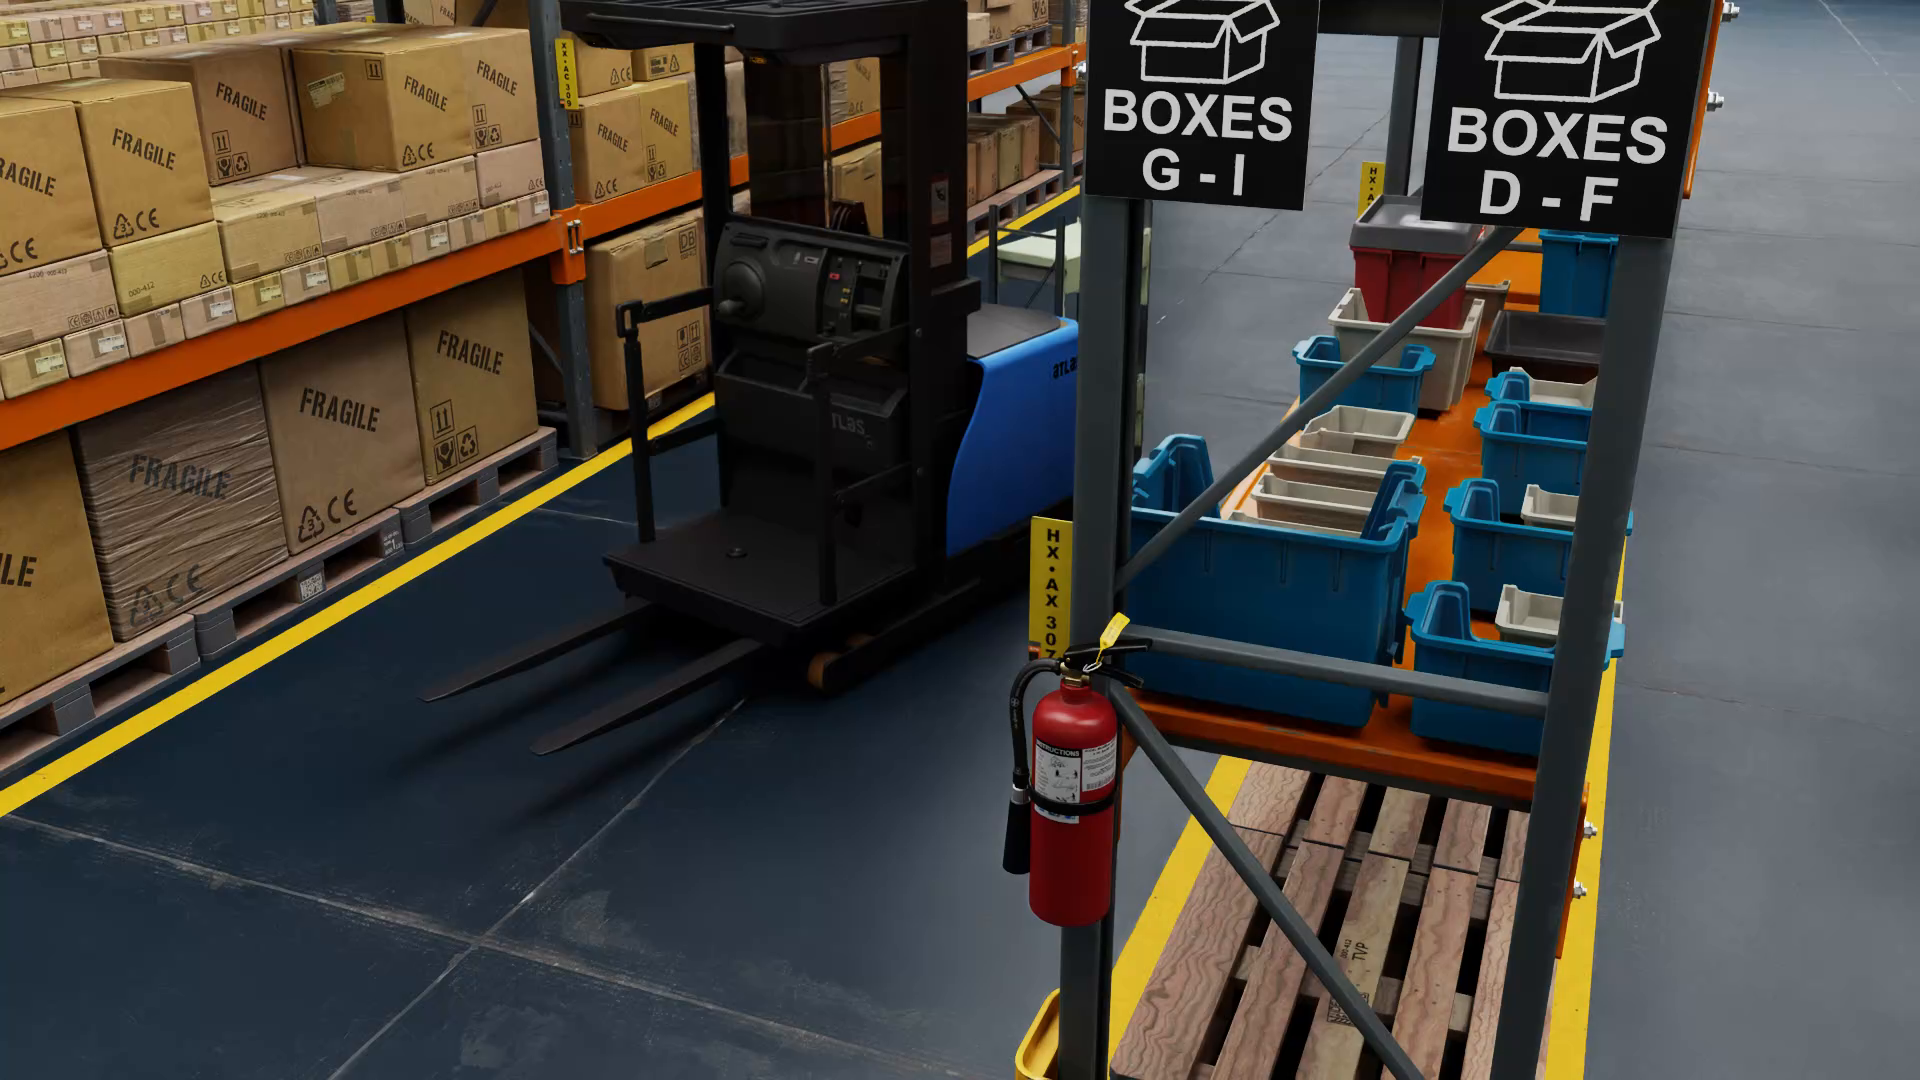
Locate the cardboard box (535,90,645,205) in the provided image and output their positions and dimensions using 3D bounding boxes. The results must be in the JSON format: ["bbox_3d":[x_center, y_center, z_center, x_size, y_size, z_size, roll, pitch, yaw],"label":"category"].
[{"bbox_3d":[-2.003,-2.058,8.655,0.500,0.500,0.500,9,24,20],"label":"cardboard box"}]

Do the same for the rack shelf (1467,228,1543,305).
[{"bbox_3d":[2.935,-1.557,8.520,1.077,0.370,4.000,9,24,20],"label":"rack shelf"}]

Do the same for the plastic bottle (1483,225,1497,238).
[{"bbox_3d":[2.364,-1.506,7.528,0.144,0.351,0.185,9,24,20],"label":"plastic bottle"}]

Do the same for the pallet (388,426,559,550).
[{"bbox_3d":[-2.761,-0.335,8.278,1.003,0.211,1.213,9,24,20],"label":"pallet"}]

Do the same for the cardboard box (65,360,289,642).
[{"bbox_3d":[-3.390,-0.231,6.623,0.875,0.875,0.875,9,24,20],"label":"cardboard box"}]

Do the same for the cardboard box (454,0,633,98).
[{"bbox_3d":[-2.177,-2.621,8.703,0.797,0.503,0.637,8,24,19],"label":"cardboard box"}]

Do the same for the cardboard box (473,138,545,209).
[{"bbox_3d":[-2.326,-1.755,7.869,0.500,0.250,0.500,8,24,19],"label":"cardboard box"}]

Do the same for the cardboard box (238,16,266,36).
[{"bbox_3d":[-5.442,-3.843,12.454,0.380,0.149,0.250,9,24,21],"label":"cardboard box"}]

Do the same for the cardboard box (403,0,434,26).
[{"bbox_3d":[-4.884,-4.411,14.288,0.500,0.500,0.500,9,24,20],"label":"cardboard box"}]

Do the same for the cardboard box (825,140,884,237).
[{"bbox_3d":[-1.196,-2.283,11.537,1.225,0.875,0.875,8,24,18],"label":"cardboard box"}]

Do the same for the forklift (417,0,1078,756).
[{"bbox_3d":[-0.725,-0.979,6.290,1.130,2.935,3.031,16,28,34],"label":"forklift"}]

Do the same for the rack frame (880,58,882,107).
[{"bbox_3d":[-0.920,-3.314,11.792,1.000,3.000,0.127,9,24,20],"label":"rack frame"}]

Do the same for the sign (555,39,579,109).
[{"bbox_3d":[-1.890,-2.240,7.994,0.100,0.325,0.005,9,24,20],"label":"sign"}]

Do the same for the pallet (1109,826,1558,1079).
[{"bbox_3d":[1.049,1.255,4.472,1.003,0.211,1.213,9,24,20],"label":"pallet"}]

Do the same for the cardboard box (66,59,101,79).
[{"bbox_3d":[-6.018,-3.152,11.185,0.380,0.149,0.250,8,24,18],"label":"cardboard box"}]

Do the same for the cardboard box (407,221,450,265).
[{"bbox_3d":[-2.502,-1.335,7.380,0.380,0.149,0.250,9,24,21],"label":"cardboard box"}]

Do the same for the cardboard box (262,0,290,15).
[{"bbox_3d":[-5.340,-4.082,12.640,0.380,0.149,0.250,8,24,19],"label":"cardboard box"}]

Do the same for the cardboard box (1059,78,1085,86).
[{"bbox_3d":[1.363,-4.556,17.464,0.500,0.500,0.500,11,25,25],"label":"cardboard box"}]

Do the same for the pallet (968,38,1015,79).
[{"bbox_3d":[-0.223,-3.940,13.539,1.003,0.211,1.213,9,24,20],"label":"pallet"}]

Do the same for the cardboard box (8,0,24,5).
[{"bbox_3d":[-9.409,-5.281,16.282,0.380,0.149,0.250,10,25,23],"label":"cardboard box"}]

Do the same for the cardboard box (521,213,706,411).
[{"bbox_3d":[-2.187,-1.328,9.249,1.225,0.875,0.875,9,24,20],"label":"cardboard box"}]

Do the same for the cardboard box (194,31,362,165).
[{"bbox_3d":[-3.012,-1.987,7.451,0.500,0.500,0.500,9,24,20],"label":"cardboard box"}]

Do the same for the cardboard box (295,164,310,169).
[{"bbox_3d":[-3.013,-1.643,7.600,0.500,0.250,0.500,9,24,20],"label":"cardboard box"}]

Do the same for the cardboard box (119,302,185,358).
[{"bbox_3d":[-3.074,-0.783,6.059,0.380,0.149,0.250,8,24,19],"label":"cardboard box"}]

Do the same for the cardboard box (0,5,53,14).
[{"bbox_3d":[-6.521,-3.619,11.532,0.380,0.149,0.250,8,24,18],"label":"cardboard box"}]

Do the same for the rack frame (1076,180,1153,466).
[{"bbox_3d":[0.741,-0.991,8.177,0.400,1.500,0.023,16,28,34],"label":"rack frame"}]

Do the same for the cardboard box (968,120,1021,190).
[{"bbox_3d":[0.123,-3.410,14.695,0.700,0.500,0.500,9,24,20],"label":"cardboard box"}]

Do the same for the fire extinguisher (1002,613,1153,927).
[{"bbox_3d":[0.229,0.454,3.354,0.296,0.674,0.183,9,24,20],"label":"fire extinguisher"}]

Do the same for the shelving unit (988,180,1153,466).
[{"bbox_3d":[0.518,-0.879,7.910,0.431,1.500,0.755,16,28,34],"label":"shelving unit"}]

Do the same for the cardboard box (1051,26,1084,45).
[{"bbox_3d":[0.925,-4.663,15.349,0.380,0.149,0.250,9,24,20],"label":"cardboard box"}]

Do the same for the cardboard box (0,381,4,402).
[{"bbox_3d":[-3.360,-0.507,5.398,0.380,0.149,0.250,8,24,19],"label":"cardboard box"}]

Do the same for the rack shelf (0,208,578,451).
[{"bbox_3d":[-3.149,-0.835,6.791,1.077,0.370,4.000,9,24,20],"label":"rack shelf"}]

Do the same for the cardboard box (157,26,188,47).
[{"bbox_3d":[-5.726,-3.572,11.804,0.380,0.149,0.250,9,24,21],"label":"cardboard box"}]

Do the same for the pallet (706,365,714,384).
[{"bbox_3d":[-1.738,-1.321,10.639,1.003,0.211,1.213,9,24,20],"label":"pallet"}]

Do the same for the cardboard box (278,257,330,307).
[{"bbox_3d":[-2.788,-1.060,6.722,0.380,0.149,0.250,9,24,21],"label":"cardboard box"}]

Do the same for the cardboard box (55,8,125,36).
[{"bbox_3d":[-5.921,-3.519,11.293,0.380,0.149,0.250,10,25,22],"label":"cardboard box"}]

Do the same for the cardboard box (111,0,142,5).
[{"bbox_3d":[-6.230,-3.900,12.203,0.380,0.149,0.250,10,25,23],"label":"cardboard box"}]

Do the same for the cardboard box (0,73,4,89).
[{"bbox_3d":[-6.303,-2.882,10.539,0.380,0.149,0.250,9,24,21],"label":"cardboard box"}]

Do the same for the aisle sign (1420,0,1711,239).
[{"bbox_3d":[0.956,-0.873,2.576,0.394,0.787,0.004,9,24,20],"label":"aisle sign"}]

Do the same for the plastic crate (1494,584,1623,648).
[{"bbox_3d":[1.300,0.208,3.625,0.250,0.136,0.298,9,24,20],"label":"plastic crate"}]

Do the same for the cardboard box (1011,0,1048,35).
[{"bbox_3d":[0.140,-4.952,14.390,1.000,1.000,1.000,9,24,20],"label":"cardboard box"}]

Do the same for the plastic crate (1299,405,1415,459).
[{"bbox_3d":[1.136,-0.279,4.791,0.298,0.136,0.250,9,24,20],"label":"plastic crate"}]

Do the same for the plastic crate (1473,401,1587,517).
[{"bbox_3d":[1.593,-0.205,4.488,0.416,0.233,0.300,9,24,20],"label":"plastic crate"}]

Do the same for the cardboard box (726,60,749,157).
[{"bbox_3d":[-1.444,-2.602,9.959,0.500,0.500,0.500,9,24,21],"label":"cardboard box"}]

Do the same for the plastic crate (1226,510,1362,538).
[{"bbox_3d":[0.841,0.034,4.041,0.396,0.136,0.243,9,24,20],"label":"plastic crate"}]

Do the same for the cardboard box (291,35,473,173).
[{"bbox_3d":[-2.519,-1.915,7.279,0.500,0.500,0.500,9,24,21],"label":"cardboard box"}]

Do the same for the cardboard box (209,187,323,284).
[{"bbox_3d":[-2.897,-1.206,6.555,0.500,0.250,0.500,8,24,19],"label":"cardboard box"}]

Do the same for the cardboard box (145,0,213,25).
[{"bbox_3d":[-5.628,-3.807,11.981,0.380,0.149,0.250,9,24,20],"label":"cardboard box"}]

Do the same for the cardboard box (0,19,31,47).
[{"bbox_3d":[-6.205,-3.248,10.644,0.380,0.149,0.250,9,24,21],"label":"cardboard box"}]

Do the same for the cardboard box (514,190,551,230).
[{"bbox_3d":[-2.215,-1.611,8.040,0.380,0.149,0.250,9,24,20],"label":"cardboard box"}]

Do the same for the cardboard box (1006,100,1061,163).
[{"bbox_3d":[0.751,-3.923,15.949,0.500,0.500,0.500,8,24,18],"label":"cardboard box"}]

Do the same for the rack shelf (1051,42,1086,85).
[{"bbox_3d":[1.308,-5.129,17.071,1.077,0.370,4.000,9,24,20],"label":"rack shelf"}]

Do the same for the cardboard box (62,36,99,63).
[{"bbox_3d":[-6.016,-3.295,11.141,0.380,0.149,0.250,10,25,22],"label":"cardboard box"}]

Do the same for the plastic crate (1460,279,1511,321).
[{"bbox_3d":[1.887,-0.934,6.357,0.396,0.136,0.243,9,24,20],"label":"plastic crate"}]

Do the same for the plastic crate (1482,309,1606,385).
[{"bbox_3d":[2.026,-0.635,5.658,0.437,0.125,0.590,9,24,20],"label":"plastic crate"}]
